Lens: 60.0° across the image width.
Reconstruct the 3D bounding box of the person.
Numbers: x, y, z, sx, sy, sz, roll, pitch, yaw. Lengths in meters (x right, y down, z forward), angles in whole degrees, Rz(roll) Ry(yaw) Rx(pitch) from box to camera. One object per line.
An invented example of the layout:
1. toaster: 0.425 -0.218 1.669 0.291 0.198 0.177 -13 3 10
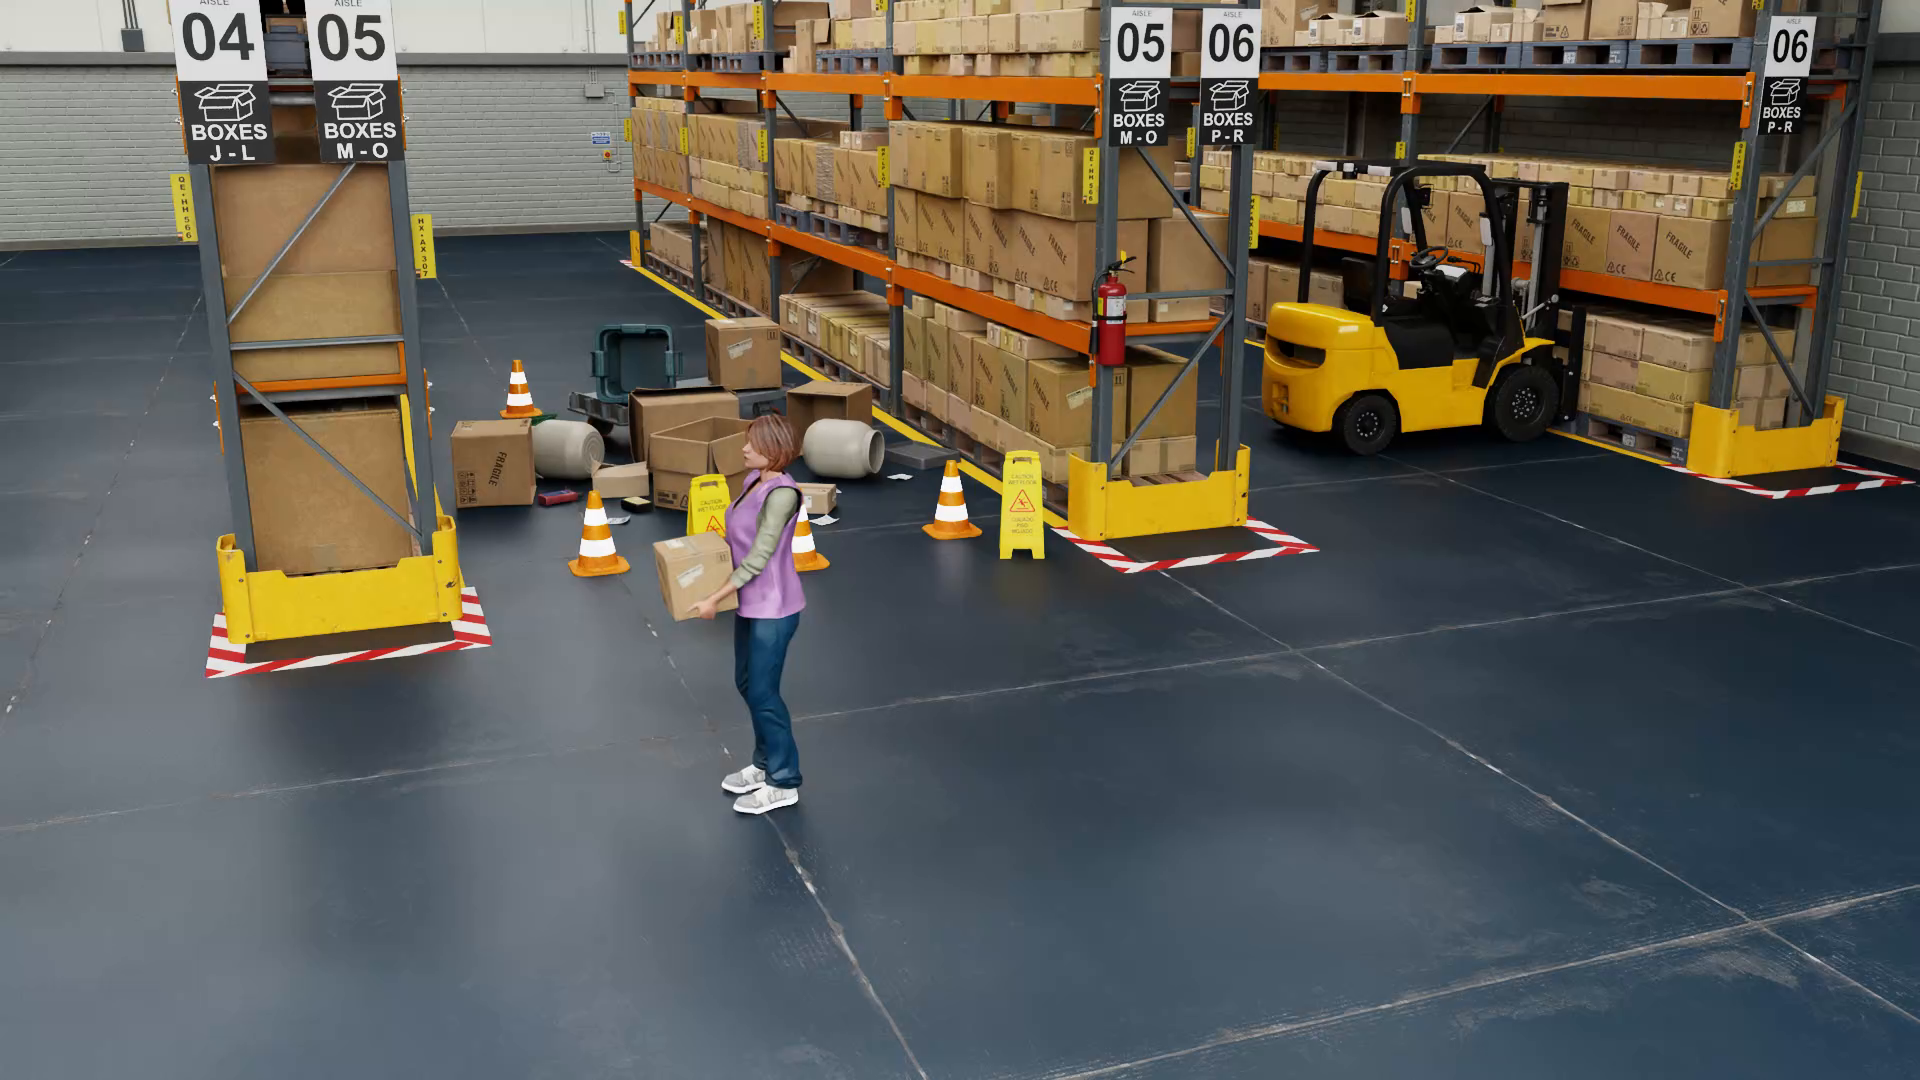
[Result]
1. person: -0.852 0.290 6.534 0.498 1.589 0.408 -6 17 -20
